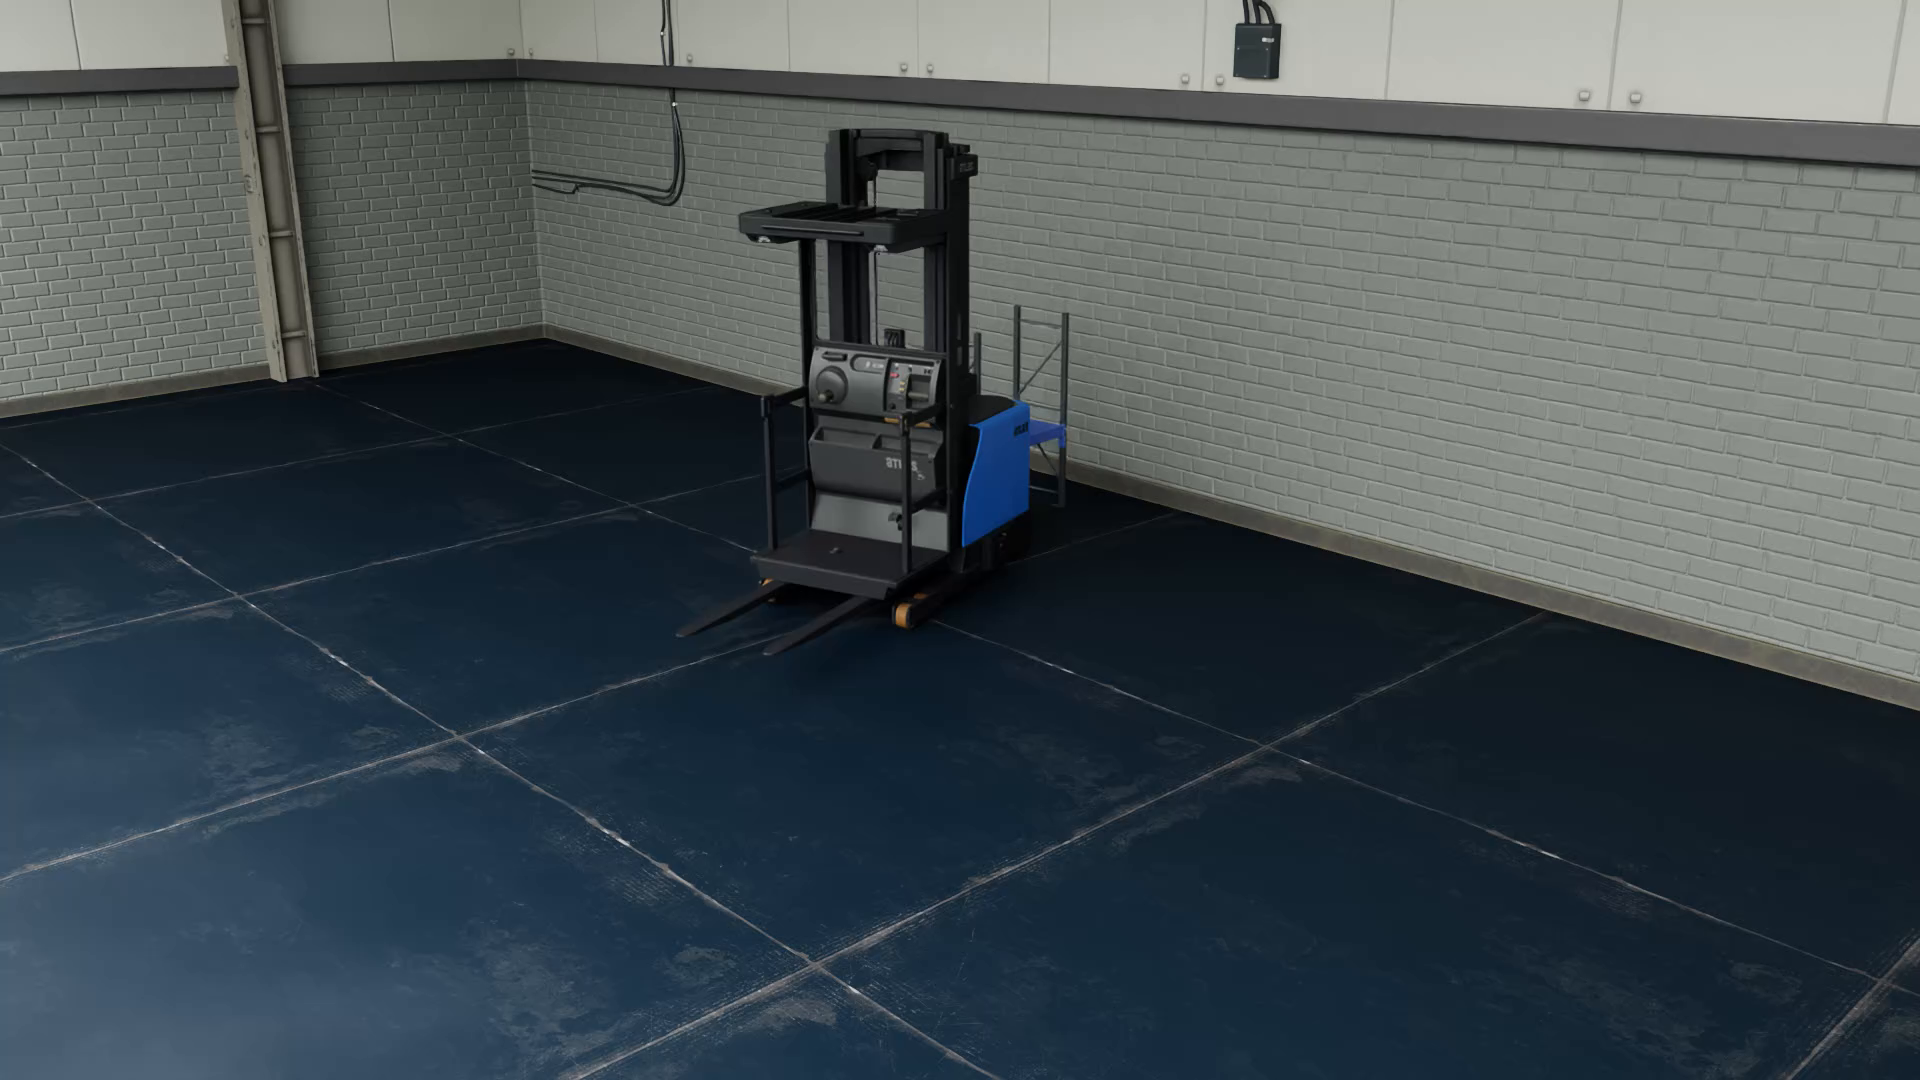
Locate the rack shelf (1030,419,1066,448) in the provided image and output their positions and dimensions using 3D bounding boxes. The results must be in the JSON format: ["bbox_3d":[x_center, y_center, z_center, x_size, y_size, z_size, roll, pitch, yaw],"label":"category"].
[{"bbox_3d":[0.278,-0.725,12.371,0.538,0.185,1.000,15,23,38],"label":"rack shelf"}]

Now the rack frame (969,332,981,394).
[{"bbox_3d":[-0.052,-0.777,11.948,0.500,1.500,0.032,15,23,38],"label":"rack frame"}]

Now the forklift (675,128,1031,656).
[{"bbox_3d":[-0.638,-1.000,10.316,1.130,2.935,3.031,9,20,27],"label":"forklift"}]

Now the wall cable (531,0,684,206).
[{"bbox_3d":[-3.821,-4.815,17.279,0.112,2.526,3.097,-16,24,-41],"label":"wall cable"}]

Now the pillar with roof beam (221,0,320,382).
[{"bbox_3d":[-3.913,-4.999,12.813,0.400,9.000,9.100,-16,24,-41],"label":"pillar with roof beam"}]

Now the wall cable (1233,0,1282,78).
[{"bbox_3d":[2.689,-5.779,9.704,0.169,6.003,2.305,-16,24,-41],"label":"wall cable"}]

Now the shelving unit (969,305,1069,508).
[{"bbox_3d":[0.278,-0.896,12.316,0.538,1.500,1.048,15,23,38],"label":"shelving unit"}]

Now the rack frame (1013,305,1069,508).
[{"bbox_3d":[0.608,-1.015,12.684,0.500,1.500,0.032,15,23,38],"label":"rack frame"}]
